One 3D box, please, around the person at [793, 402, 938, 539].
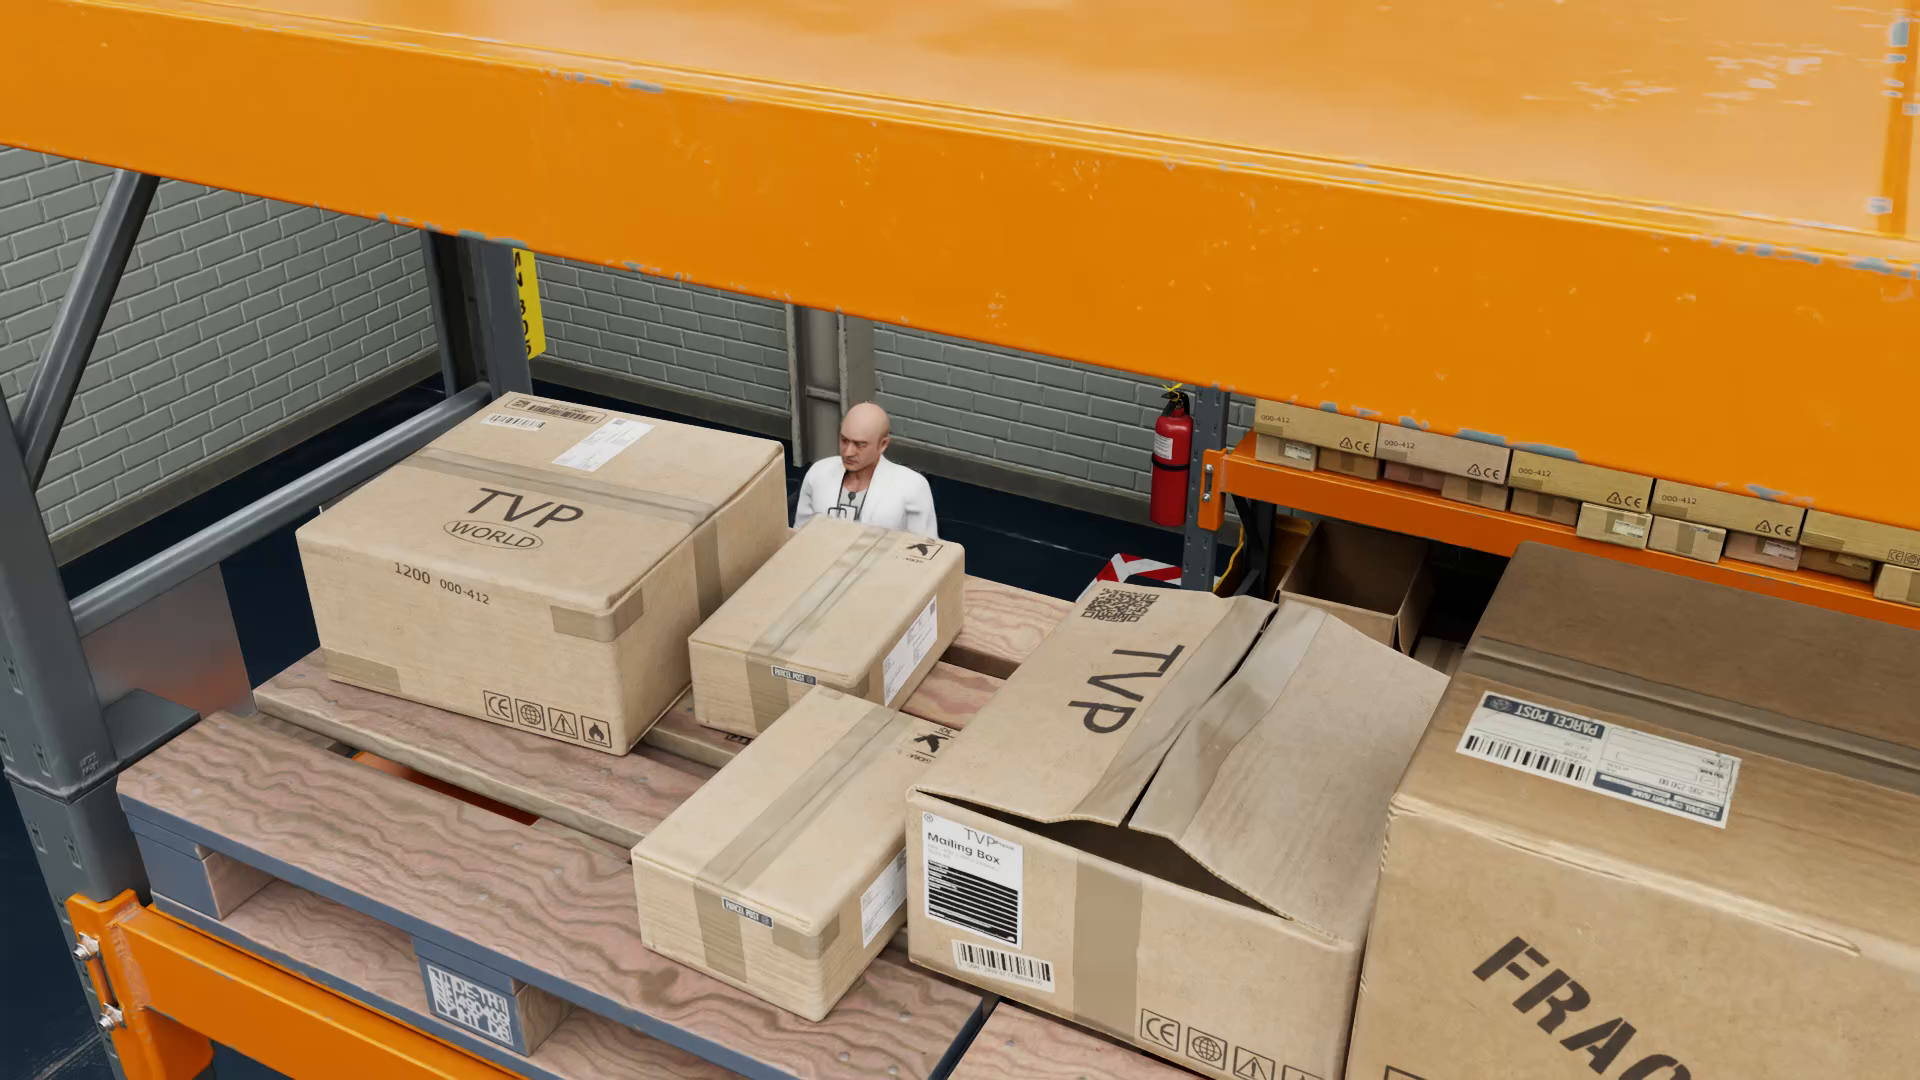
[{"bbox_3d":[-0.407,0.334,6.567,0.646,1.818,0.469,14,32,22],"label":"person"}]
